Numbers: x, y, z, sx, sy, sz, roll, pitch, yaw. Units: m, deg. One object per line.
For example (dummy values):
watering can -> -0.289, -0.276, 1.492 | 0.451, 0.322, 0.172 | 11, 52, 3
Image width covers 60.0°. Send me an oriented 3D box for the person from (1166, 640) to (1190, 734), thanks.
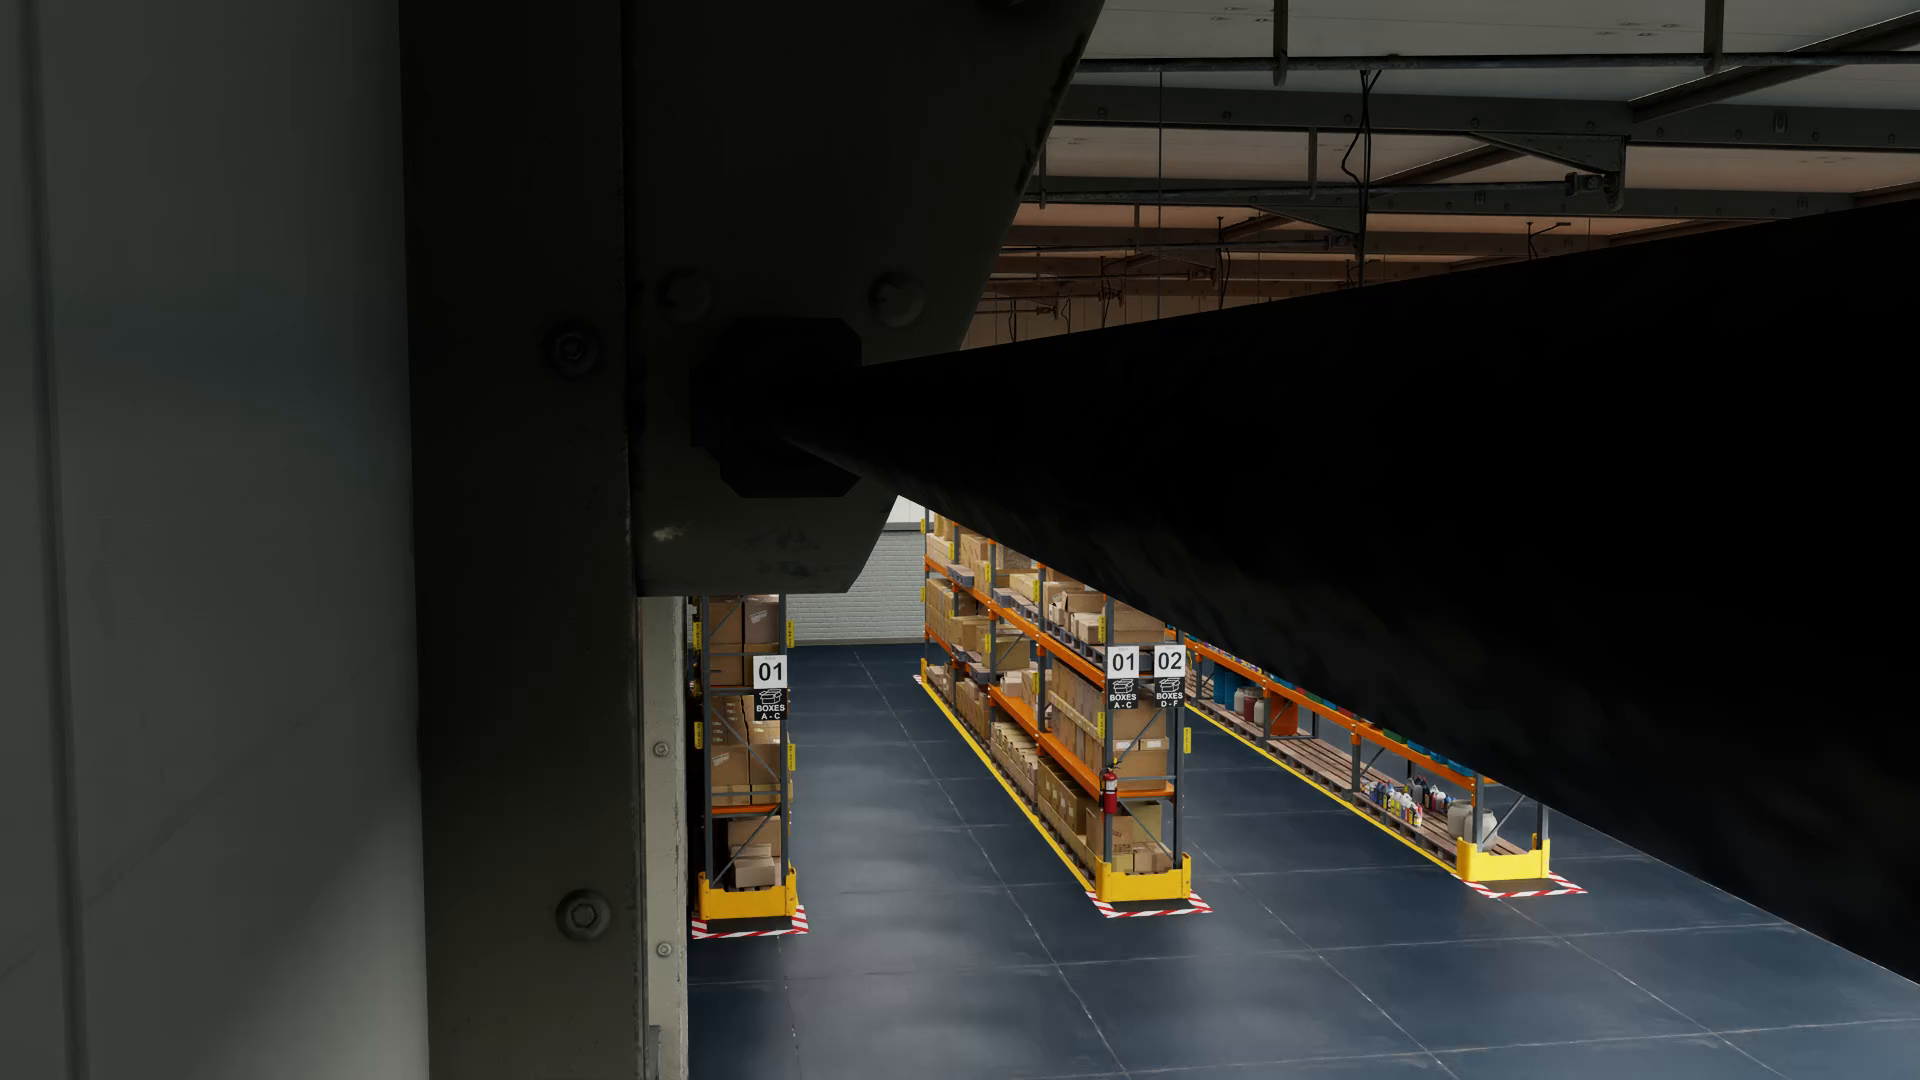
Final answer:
person -> 3.962, 2.731, 30.922 | 0.673, 1.804, 0.970 | 0, 5, -3
